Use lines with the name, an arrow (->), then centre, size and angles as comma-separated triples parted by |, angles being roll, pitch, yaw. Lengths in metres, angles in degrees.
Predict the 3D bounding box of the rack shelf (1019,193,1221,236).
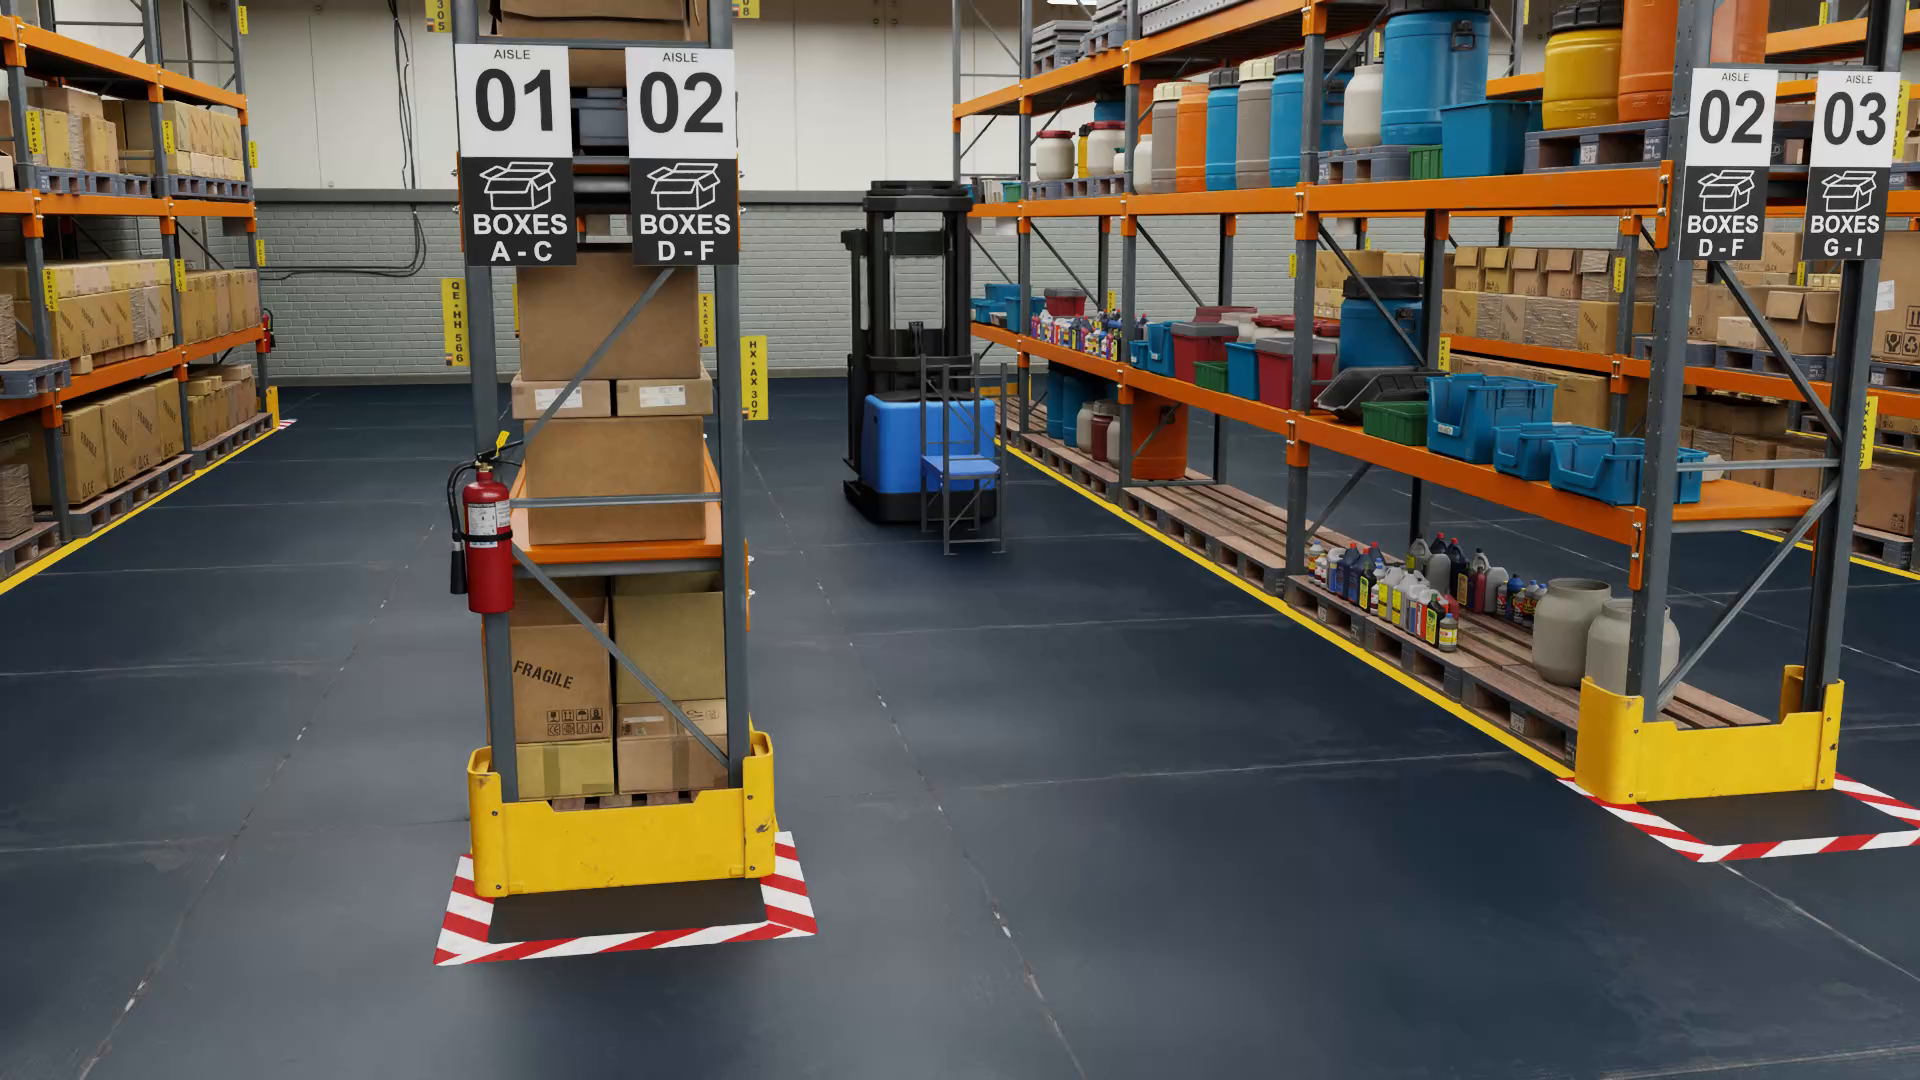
rack shelf -> 1.571, -3.280, 16.807 | 1.077, 0.370, 4.000 | -2, 11, -11

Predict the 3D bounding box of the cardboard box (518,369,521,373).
cardboard box -> -1.707, -0.672, 7.201 | 0.380, 0.149, 0.250 | -2, 11, -12

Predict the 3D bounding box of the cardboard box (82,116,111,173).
cardboard box -> -8.301, -3.640, 15.330 | 0.700, 0.500, 0.500 | -2, 11, -12

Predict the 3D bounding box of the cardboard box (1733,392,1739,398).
cardboard box -> 10.499, -1.883, 22.069 | 0.380, 0.149, 0.250 | -2, 11, -12

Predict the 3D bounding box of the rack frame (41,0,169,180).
rack frame -> -8.536, -5.113, 16.493 | 1.000, 3.000, 0.127 | -2, 11, -11

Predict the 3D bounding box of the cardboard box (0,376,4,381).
cardboard box -> -7.595, -1.388, 13.583 | 0.380, 0.149, 0.250 | -2, 11, -12

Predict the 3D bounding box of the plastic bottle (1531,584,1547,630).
plastic bottle -> 3.402, 0.392, 9.735 | 0.097, 0.271, 0.097 | 0, 11, 0

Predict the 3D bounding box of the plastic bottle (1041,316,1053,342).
plastic bottle -> 0.969, -2.299, 18.087 | 0.152, 0.276, 0.135 | -2, 11, -11

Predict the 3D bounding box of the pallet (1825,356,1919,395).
pallet -> 7.590, -1.290, 12.967 | 1.003, 0.211, 1.213 | -2, 11, -11

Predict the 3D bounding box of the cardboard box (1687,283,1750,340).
cardboard box -> 6.962, -2.131, 15.478 | 0.500, 0.500, 0.500 | -4, 11, -18

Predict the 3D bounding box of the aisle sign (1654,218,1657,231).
aisle sign -> 10.427, -4.903, 24.483 | 0.394, 0.787, 0.004 | -2, 11, -11

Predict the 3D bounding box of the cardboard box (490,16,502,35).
cardboard box -> -1.925, -2.372, 8.342 | 0.797, 0.503, 0.637 | -1, 11, -5

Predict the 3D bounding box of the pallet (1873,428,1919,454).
pallet -> 11.319, -1.131, 19.076 | 1.003, 0.211, 1.213 | -2, 11, -11

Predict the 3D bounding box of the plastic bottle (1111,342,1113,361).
plastic bottle -> 1.458, -1.776, 15.534 | 0.097, 0.201, 0.097 | 0, 11, 0

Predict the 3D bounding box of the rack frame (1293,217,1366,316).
rack frame -> 5.262, -3.440, 23.748 | 1.000, 3.000, 0.127 | -2, 11, -11

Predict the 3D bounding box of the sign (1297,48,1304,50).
sign -> 4.717, -6.905, 22.985 | 0.100, 0.325, 0.005 | -2, 11, -11

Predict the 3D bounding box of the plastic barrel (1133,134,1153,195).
plastic barrel -> 1.720, -3.253, 14.444 | 0.421, 0.512, 0.421 | 0, 11, 0

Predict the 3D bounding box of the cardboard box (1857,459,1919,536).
cardboard box -> 7.498, -0.341, 12.973 | 0.700, 0.500, 0.500 | -3, 11, -15

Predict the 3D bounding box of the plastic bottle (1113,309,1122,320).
plastic bottle -> 1.718, -2.311, 17.950 | 0.144, 0.351, 0.185 | -2, 11, -11

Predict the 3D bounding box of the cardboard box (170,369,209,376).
cardboard box -> -9.153, -1.949, 19.740 | 0.380, 0.149, 0.250 | -2, 11, -11

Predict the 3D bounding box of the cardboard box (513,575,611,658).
cardboard box -> -1.949, 0.360, 8.009 | 0.500, 0.500, 0.500 | -2, 11, -11

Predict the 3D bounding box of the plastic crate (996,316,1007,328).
plastic crate -> 0.701, -2.616, 19.994 | 0.437, 0.125, 0.590 | -2, 11, -11

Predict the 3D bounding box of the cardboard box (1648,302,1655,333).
cardboard box -> 6.991, -2.121, 16.550 | 0.500, 0.500, 0.500 | -2, 11, -9

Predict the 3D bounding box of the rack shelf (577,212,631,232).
rack shelf -> -4.067, -3.834, 19.718 | 1.077, 0.370, 4.000 | -2, 11, -11

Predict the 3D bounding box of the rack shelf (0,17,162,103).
rack shelf -> -8.147, -4.196, 14.671 | 1.077, 0.370, 4.000 | -2, 11, -11

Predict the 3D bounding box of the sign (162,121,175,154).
sign -> -8.006, -4.070, 16.809 | 0.100, 0.325, 0.005 | -2, 11, -11

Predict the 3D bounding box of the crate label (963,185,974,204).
crate label -> 0.266, -4.479, 21.584 | 0.408, 0.251, 0.502 | -2, 11, -11

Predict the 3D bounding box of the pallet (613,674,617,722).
pallet -> -1.767, 0.862, 8.604 | 1.003, 0.211, 1.213 | -2, 11, -11

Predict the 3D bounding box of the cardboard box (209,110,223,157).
cardboard box -> -8.708, -4.611, 18.885 | 0.500, 0.500, 0.500 | -3, 11, -14

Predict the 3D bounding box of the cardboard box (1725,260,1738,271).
cardboard box -> 10.377, -3.820, 22.007 | 0.500, 0.500, 0.500 | -2, 11, -10

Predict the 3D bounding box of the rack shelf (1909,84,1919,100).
rack shelf -> 11.314, -4.899, 18.360 | 1.077, 0.370, 4.000 | -2, 11, -11

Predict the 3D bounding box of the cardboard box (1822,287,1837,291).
cardboard box -> 10.603, -2.961, 19.983 | 0.380, 0.149, 0.250 | -2, 11, -12

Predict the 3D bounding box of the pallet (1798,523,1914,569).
pallet -> 7.443, -0.012, 13.195 | 1.003, 0.211, 1.213 | -2, 11, -11

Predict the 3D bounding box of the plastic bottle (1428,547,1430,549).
plastic bottle -> 3.155, 0.135, 11.050 | 0.061, 0.283, 0.133 | -2, 11, -8

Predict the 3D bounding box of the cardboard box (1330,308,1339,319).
cardboard box -> 5.209, -3.051, 22.376 | 0.380, 0.149, 0.250 | -2, 11, -12

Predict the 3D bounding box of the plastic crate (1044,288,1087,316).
plastic crate -> 1.254, -2.760, 19.844 | 0.402, 0.464, 0.583 | -2, 11, -11

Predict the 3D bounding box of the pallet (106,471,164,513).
pallet -> -8.071, -0.433, 15.408 | 1.003, 0.211, 1.213 | -2, 11, -11

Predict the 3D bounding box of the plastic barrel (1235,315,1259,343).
plastic barrel -> 2.451, -1.589, 13.726 | 0.421, 0.512, 0.421 | 0, 11, 0

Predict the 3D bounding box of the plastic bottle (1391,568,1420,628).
plastic bottle -> 2.643, 0.336, 9.817 | 0.144, 0.351, 0.185 | -2, 11, -9

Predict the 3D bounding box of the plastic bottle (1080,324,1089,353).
plastic bottle -> 1.240, -2.004, 16.513 | 0.061, 0.283, 0.133 | -2, 11, -11

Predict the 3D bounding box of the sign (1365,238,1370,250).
sign -> 5.797, -4.142, 23.708 | 0.100, 0.325, 0.005 | -2, 11, -11

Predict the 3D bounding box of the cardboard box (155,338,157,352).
cardboard box -> -8.114, -1.906, 16.307 | 0.380, 0.149, 0.250 | -2, 11, -9

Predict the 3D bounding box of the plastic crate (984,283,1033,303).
plastic crate -> 0.652, -3.252, 22.506 | 0.616, 0.435, 0.499 | -2, 11, -11

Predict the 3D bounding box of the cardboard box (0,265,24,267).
cardboard box -> -8.198, -2.175, 13.978 | 0.500, 0.250, 0.500 | -2, 11, -13

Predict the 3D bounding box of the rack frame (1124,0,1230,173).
rack frame -> 1.960, -4.740, 14.532 | 1.000, 3.000, 0.127 | -2, 11, -11

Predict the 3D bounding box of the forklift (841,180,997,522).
forklift -> -0.494, -1.822, 15.430 | 1.130, 2.935, 3.031 | -2, 11, -12

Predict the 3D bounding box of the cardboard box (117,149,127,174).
cardboard box -> -8.899, -3.938, 17.354 | 0.500, 0.250, 0.500 | -2, 11, -10

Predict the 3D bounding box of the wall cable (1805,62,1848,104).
wall cable -> 17.078, -7.920, 31.141 | 2.988, 3.039, 0.133 | -2, 11, -11

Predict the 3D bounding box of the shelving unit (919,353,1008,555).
shelving unit -> 0.017, -0.721, 13.474 | 0.538, 1.500, 1.048 | -2, 11, -11

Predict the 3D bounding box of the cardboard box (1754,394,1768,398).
cardboard box -> 10.487, -1.916, 21.444 | 0.380, 0.149, 0.250 | -3, 11, -14

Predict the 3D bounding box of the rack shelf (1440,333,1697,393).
rack shelf -> 6.429, -1.986, 18.033 | 1.077, 0.370, 4.000 | -2, 11, -11

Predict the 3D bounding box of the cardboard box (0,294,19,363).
cardboard box -> -7.657, -1.612, 12.698 | 0.700, 0.500, 0.500 | -3, 11, -18

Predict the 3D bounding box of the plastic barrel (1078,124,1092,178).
plastic barrel -> 1.558, -4.139, 17.769 | 0.600, 0.588, 0.600 | 0, 11, 0

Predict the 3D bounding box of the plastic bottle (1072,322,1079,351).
plastic bottle -> 1.178, -2.062, 16.820 | 0.061, 0.283, 0.133 | -2, 11, -11
